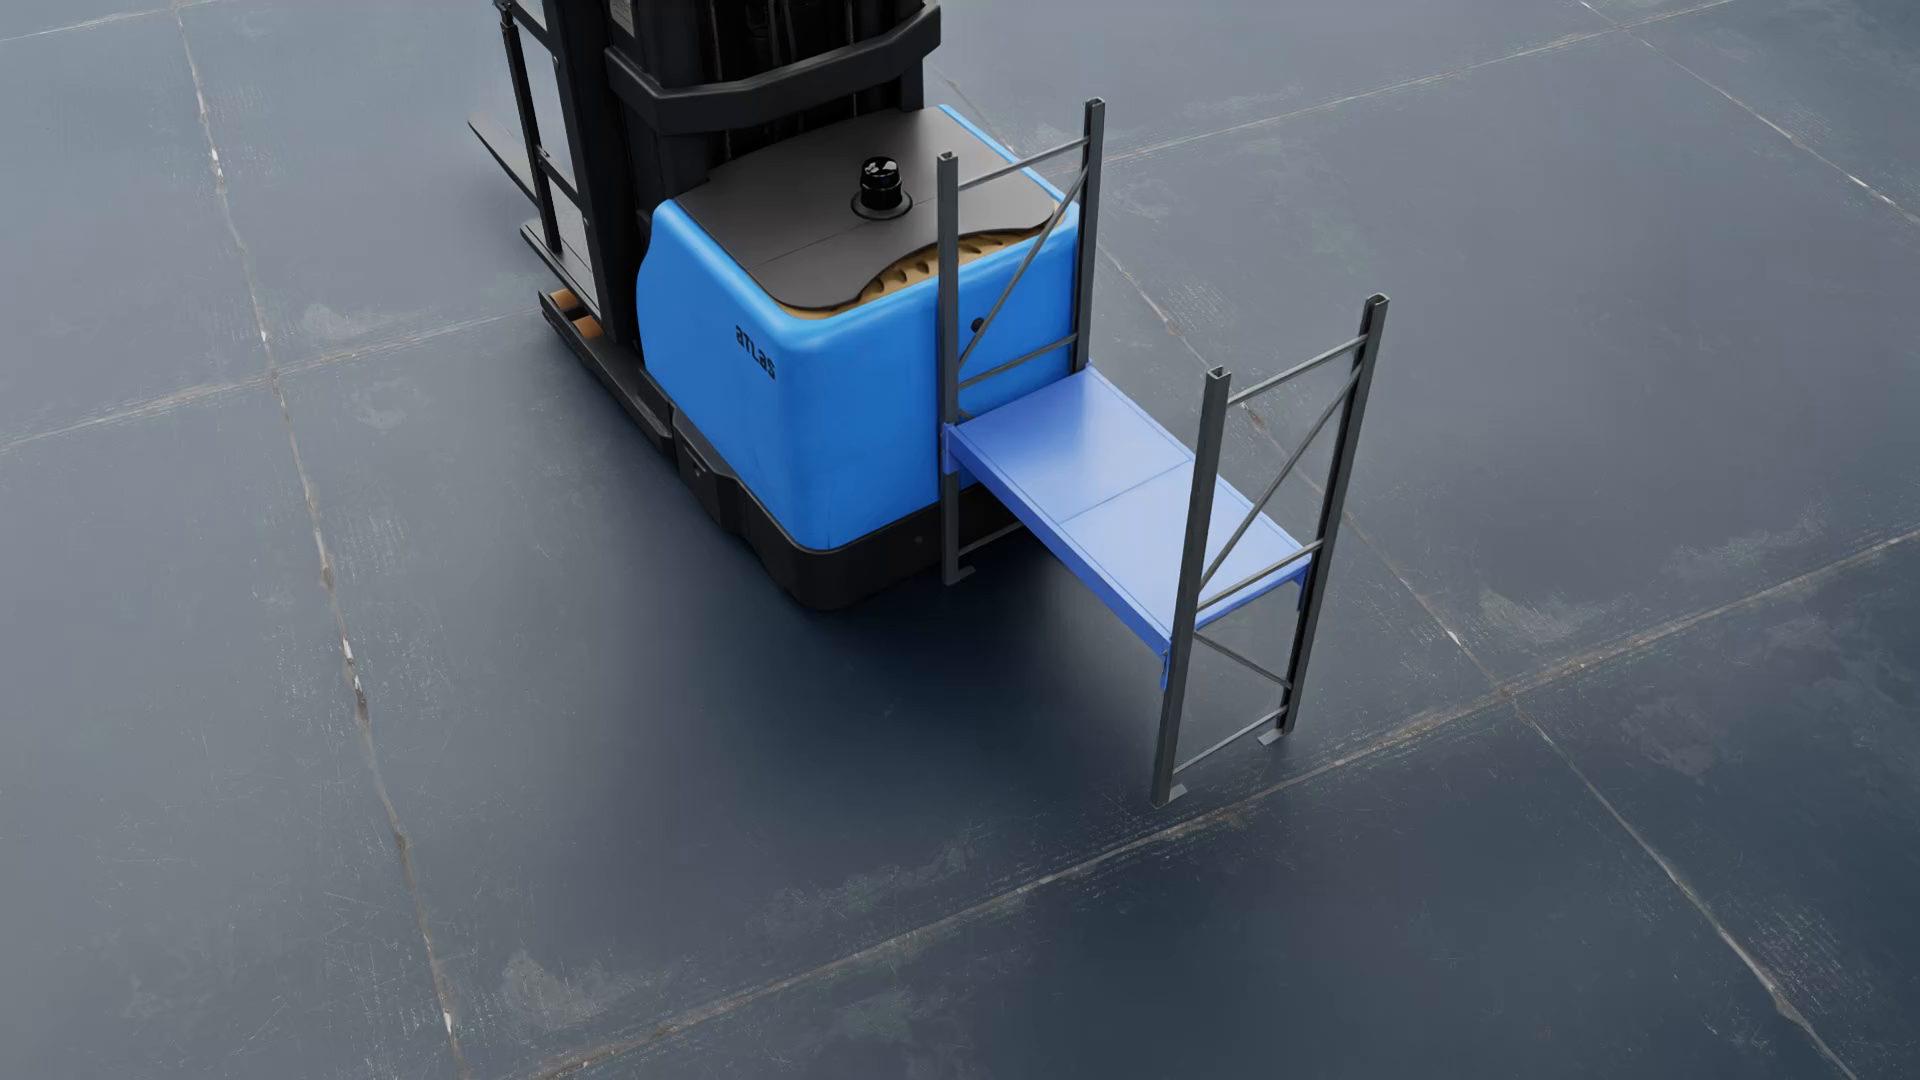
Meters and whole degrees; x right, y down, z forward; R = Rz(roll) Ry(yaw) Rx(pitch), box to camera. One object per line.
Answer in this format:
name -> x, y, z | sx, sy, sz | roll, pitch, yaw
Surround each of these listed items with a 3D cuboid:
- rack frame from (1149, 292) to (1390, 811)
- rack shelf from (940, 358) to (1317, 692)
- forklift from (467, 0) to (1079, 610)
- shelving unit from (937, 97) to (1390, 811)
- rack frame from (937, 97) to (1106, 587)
rack frame -> 0.730, 0.093, 4.088 | 0.500, 1.500, 0.032 | -26, 50, -24
rack shelf -> 0.444, -0.074, 4.513 | 0.538, 0.185, 1.000 | -26, 50, -24
forklift -> -0.846, -1.840, 5.028 | 1.130, 2.935, 3.031 | -26, 50, -24
shelving unit -> 0.444, -0.202, 4.387 | 0.538, 1.500, 1.048 | -26, 50, -24
rack frame -> 0.158, -0.497, 4.686 | 0.500, 1.500, 0.032 | -26, 50, -24
